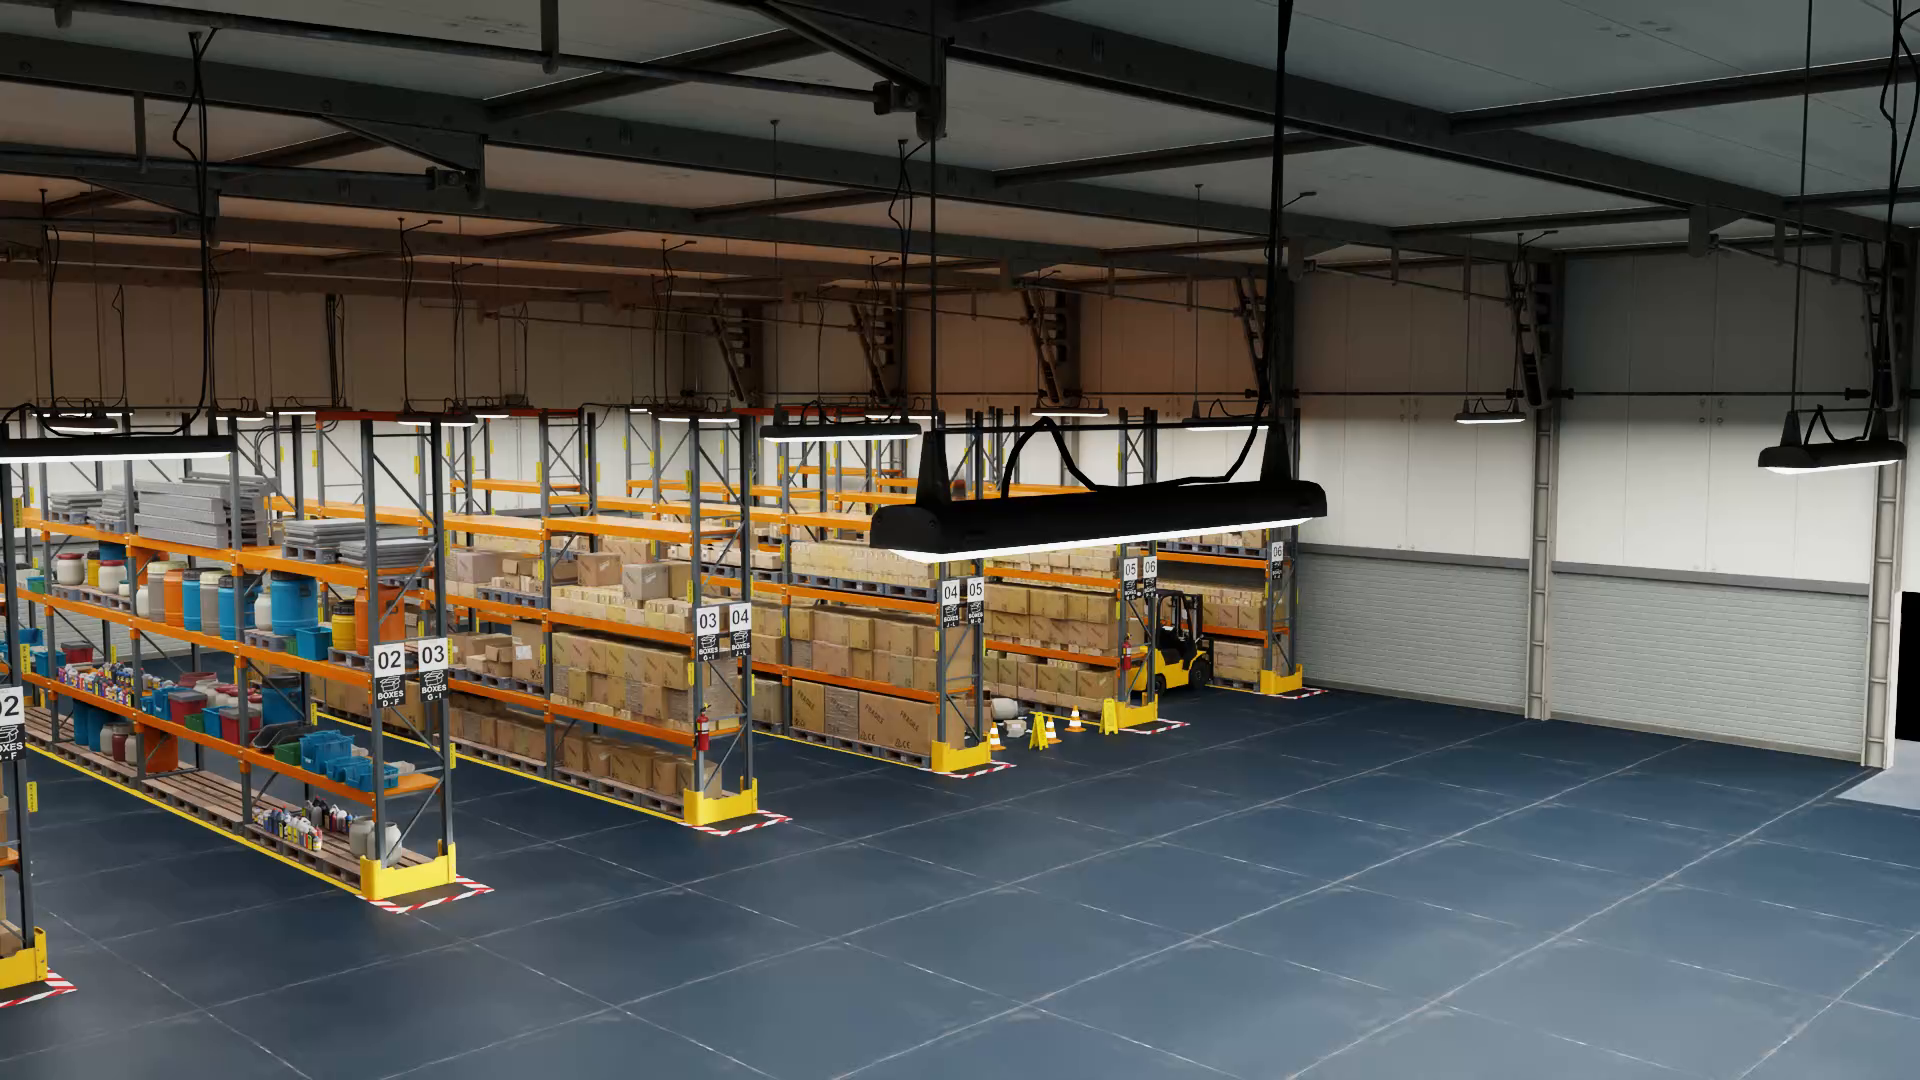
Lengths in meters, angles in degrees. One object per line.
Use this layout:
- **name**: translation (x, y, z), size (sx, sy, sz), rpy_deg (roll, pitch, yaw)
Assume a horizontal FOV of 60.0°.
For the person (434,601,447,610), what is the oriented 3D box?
- **person**: translation (-11.821, 2.124, 37.703), size (0.626, 1.730, 0.662), rpy_deg (5, 7, 43)
